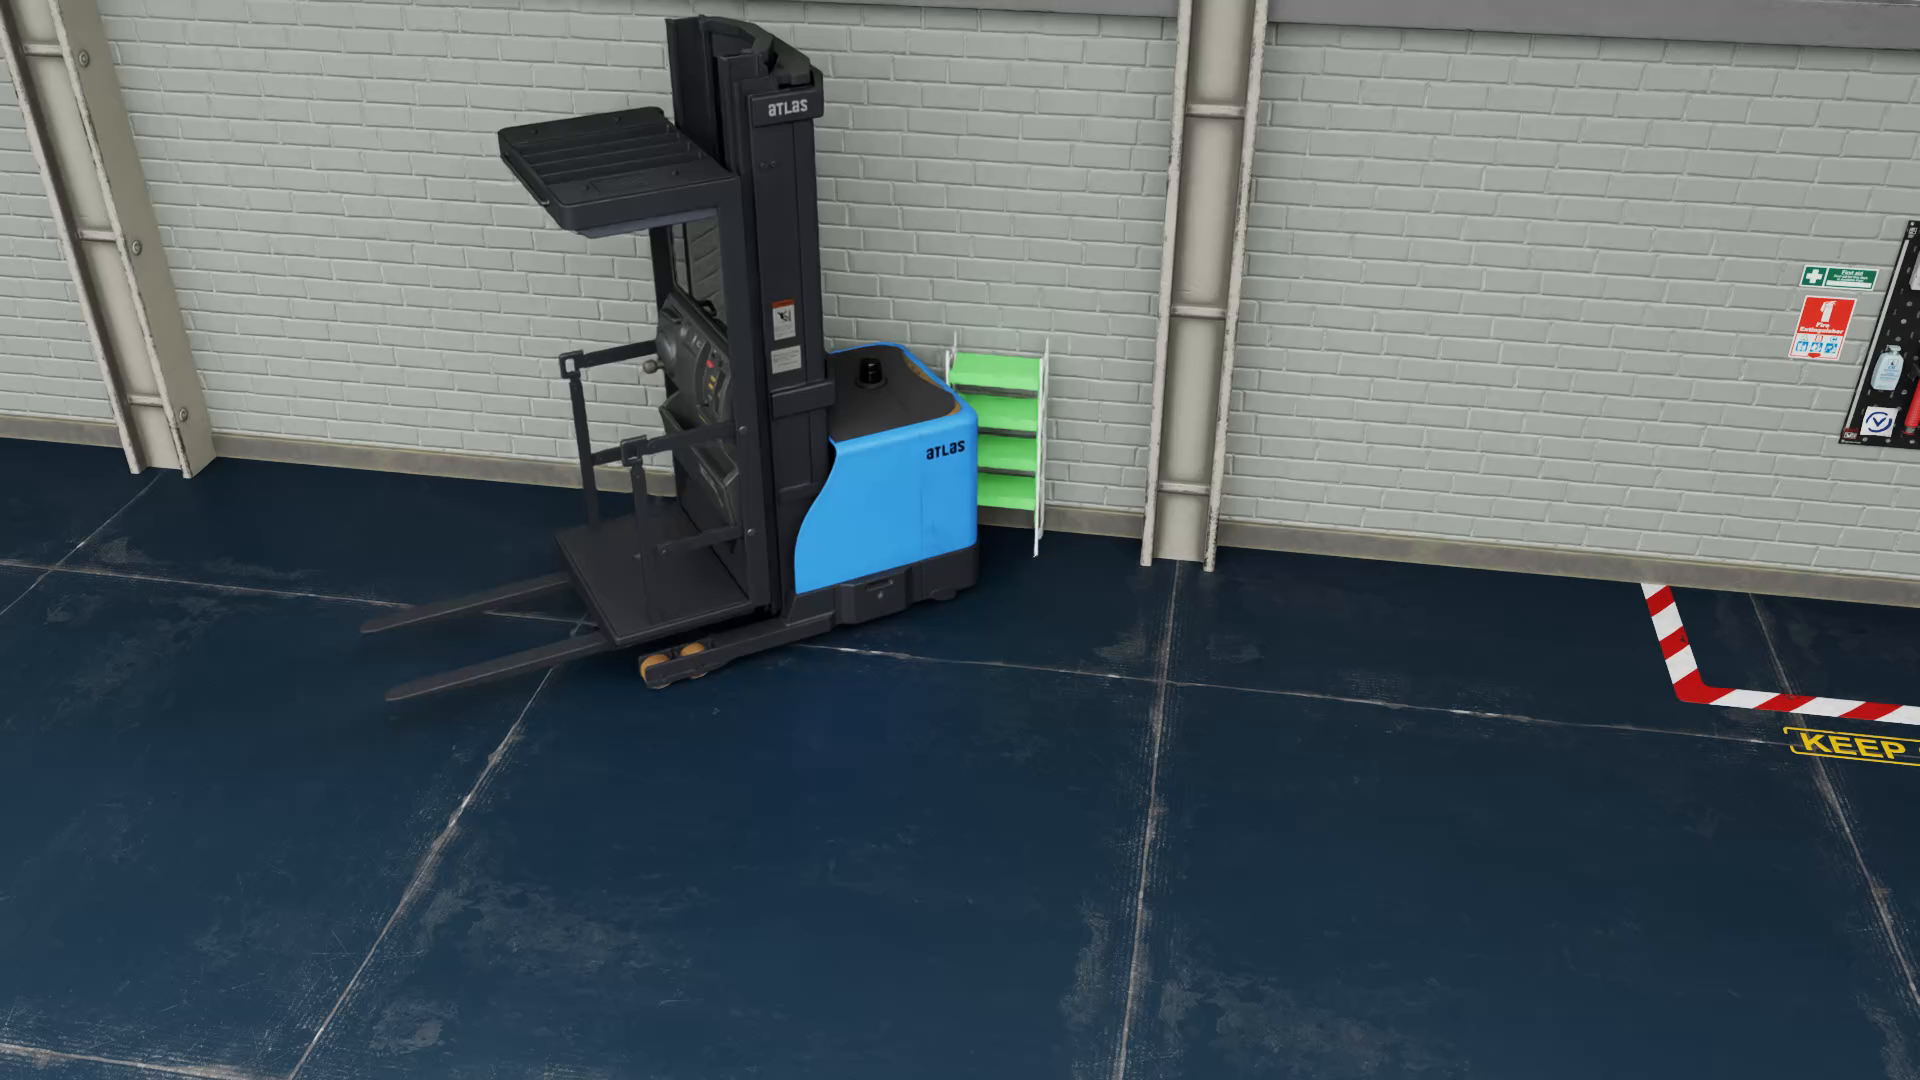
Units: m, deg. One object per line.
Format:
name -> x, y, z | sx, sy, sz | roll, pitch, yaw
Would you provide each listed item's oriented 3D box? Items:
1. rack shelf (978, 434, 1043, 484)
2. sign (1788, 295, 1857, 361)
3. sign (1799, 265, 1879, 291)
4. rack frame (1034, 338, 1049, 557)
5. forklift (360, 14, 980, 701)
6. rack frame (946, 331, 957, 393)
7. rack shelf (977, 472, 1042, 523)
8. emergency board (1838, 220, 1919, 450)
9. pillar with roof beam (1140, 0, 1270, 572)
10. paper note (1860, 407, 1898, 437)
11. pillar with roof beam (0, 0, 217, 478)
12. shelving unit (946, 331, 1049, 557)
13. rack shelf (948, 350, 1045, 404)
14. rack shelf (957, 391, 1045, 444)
rack shelf -> 0.196, -0.448, 8.955 | 0.480, 0.148, 0.258 | 6, 32, 9
sign -> 4.159, -1.022, 8.021 | 0.234, 0.329, 0.001 | 5, 32, 8
sign -> 4.162, -1.241, 7.873 | 0.331, 0.109, 0.001 | 5, 32, 8
rack frame -> 0.436, -0.479, 8.884 | 0.015, 1.200, 0.240 | 6, 32, 9
forklift -> -1.445, -0.839, 7.828 | 3.031, 2.935, 1.130 | -15, 35, -23
rack frame -> -0.044, -0.525, 8.958 | 0.015, 1.200, 0.240 | 6, 32, 9
rack shelf -> 0.196, -0.244, 9.082 | 0.480, 0.148, 0.258 | 6, 32, 9
emergency board -> 4.681, -0.913, 7.882 | 0.626, 1.169, 0.157 | 5, 32, 8
pillar with roof beam -> 0.477, -1.490, 3.148 | 0.400, 9.000, 9.100 | 5, 32, 8
paper note -> 4.523, -0.582, 8.182 | 0.142, 0.148, 0.016 | 5, 32, 8
pillar with roof beam -> -5.437, -2.025, 4.004 | 0.400, 9.000, 9.100 | 5, 32, 8
shelving unit -> 0.196, -0.502, 8.921 | 0.503, 1.200, 0.258 | 6, 32, 9
rack shelf -> 0.196, -0.854, 8.700 | 0.480, 0.148, 0.258 | 6, 32, 9
rack shelf -> 0.196, -0.651, 8.827 | 0.480, 0.148, 0.258 | 6, 32, 9
